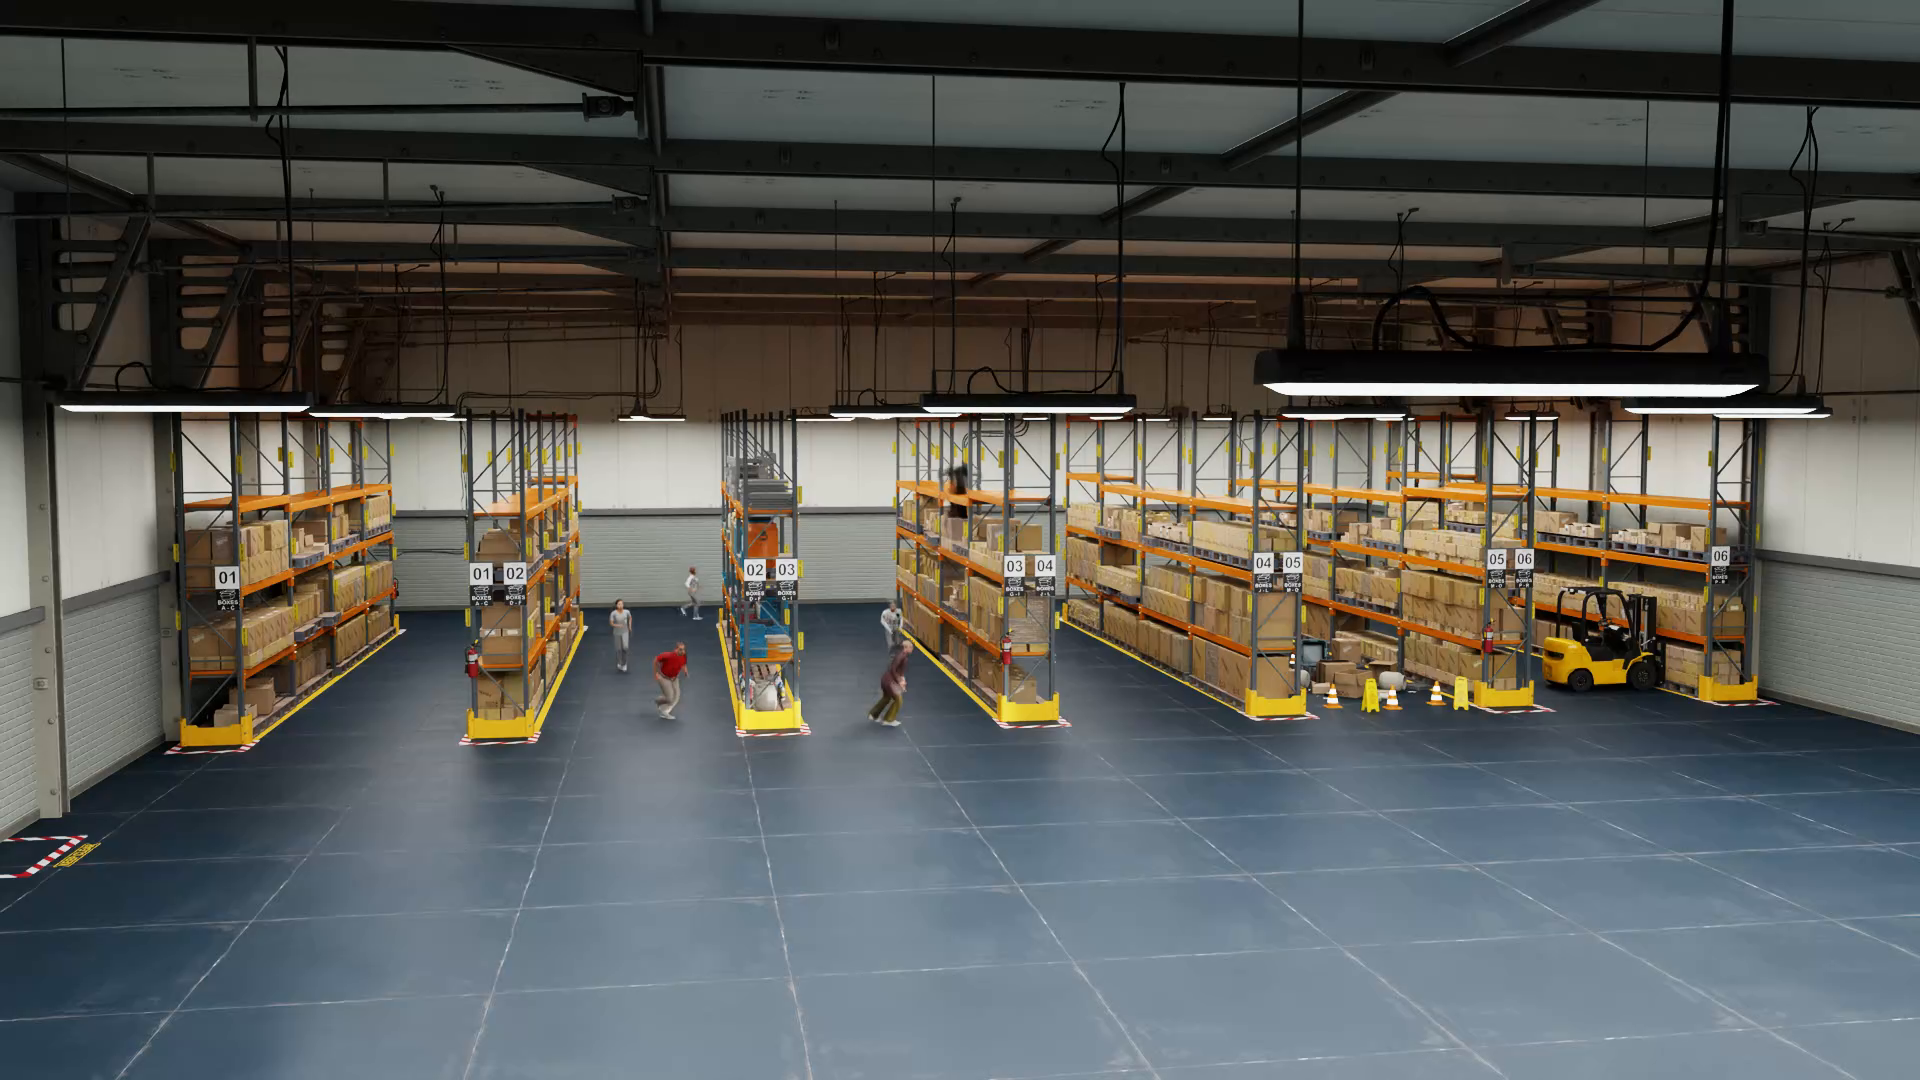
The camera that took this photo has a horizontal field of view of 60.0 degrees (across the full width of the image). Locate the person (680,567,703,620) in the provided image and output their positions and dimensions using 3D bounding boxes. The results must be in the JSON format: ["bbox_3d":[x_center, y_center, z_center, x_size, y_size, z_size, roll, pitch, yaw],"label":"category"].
[{"bbox_3d":[-7.845,1.552,48.593,0.680,1.562,0.530,0,4,0],"label":"person"}]

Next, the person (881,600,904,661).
[{"bbox_3d":[-1.655,2.173,40.141,0.586,1.514,0.849,-2,4,-23],"label":"person"}]

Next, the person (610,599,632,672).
[{"bbox_3d":[-7.850,2.205,38.514,0.510,1.691,0.793,-1,4,-13],"label":"person"}]

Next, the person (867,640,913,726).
[{"bbox_3d":[-1.333,2.708,31.558,0.883,1.641,0.735,0,4,-4],"label":"person"}]

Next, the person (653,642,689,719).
[{"bbox_3d":[-5.615,2.723,32.120,0.848,1.539,0.690,3,5,41],"label":"person"}]
